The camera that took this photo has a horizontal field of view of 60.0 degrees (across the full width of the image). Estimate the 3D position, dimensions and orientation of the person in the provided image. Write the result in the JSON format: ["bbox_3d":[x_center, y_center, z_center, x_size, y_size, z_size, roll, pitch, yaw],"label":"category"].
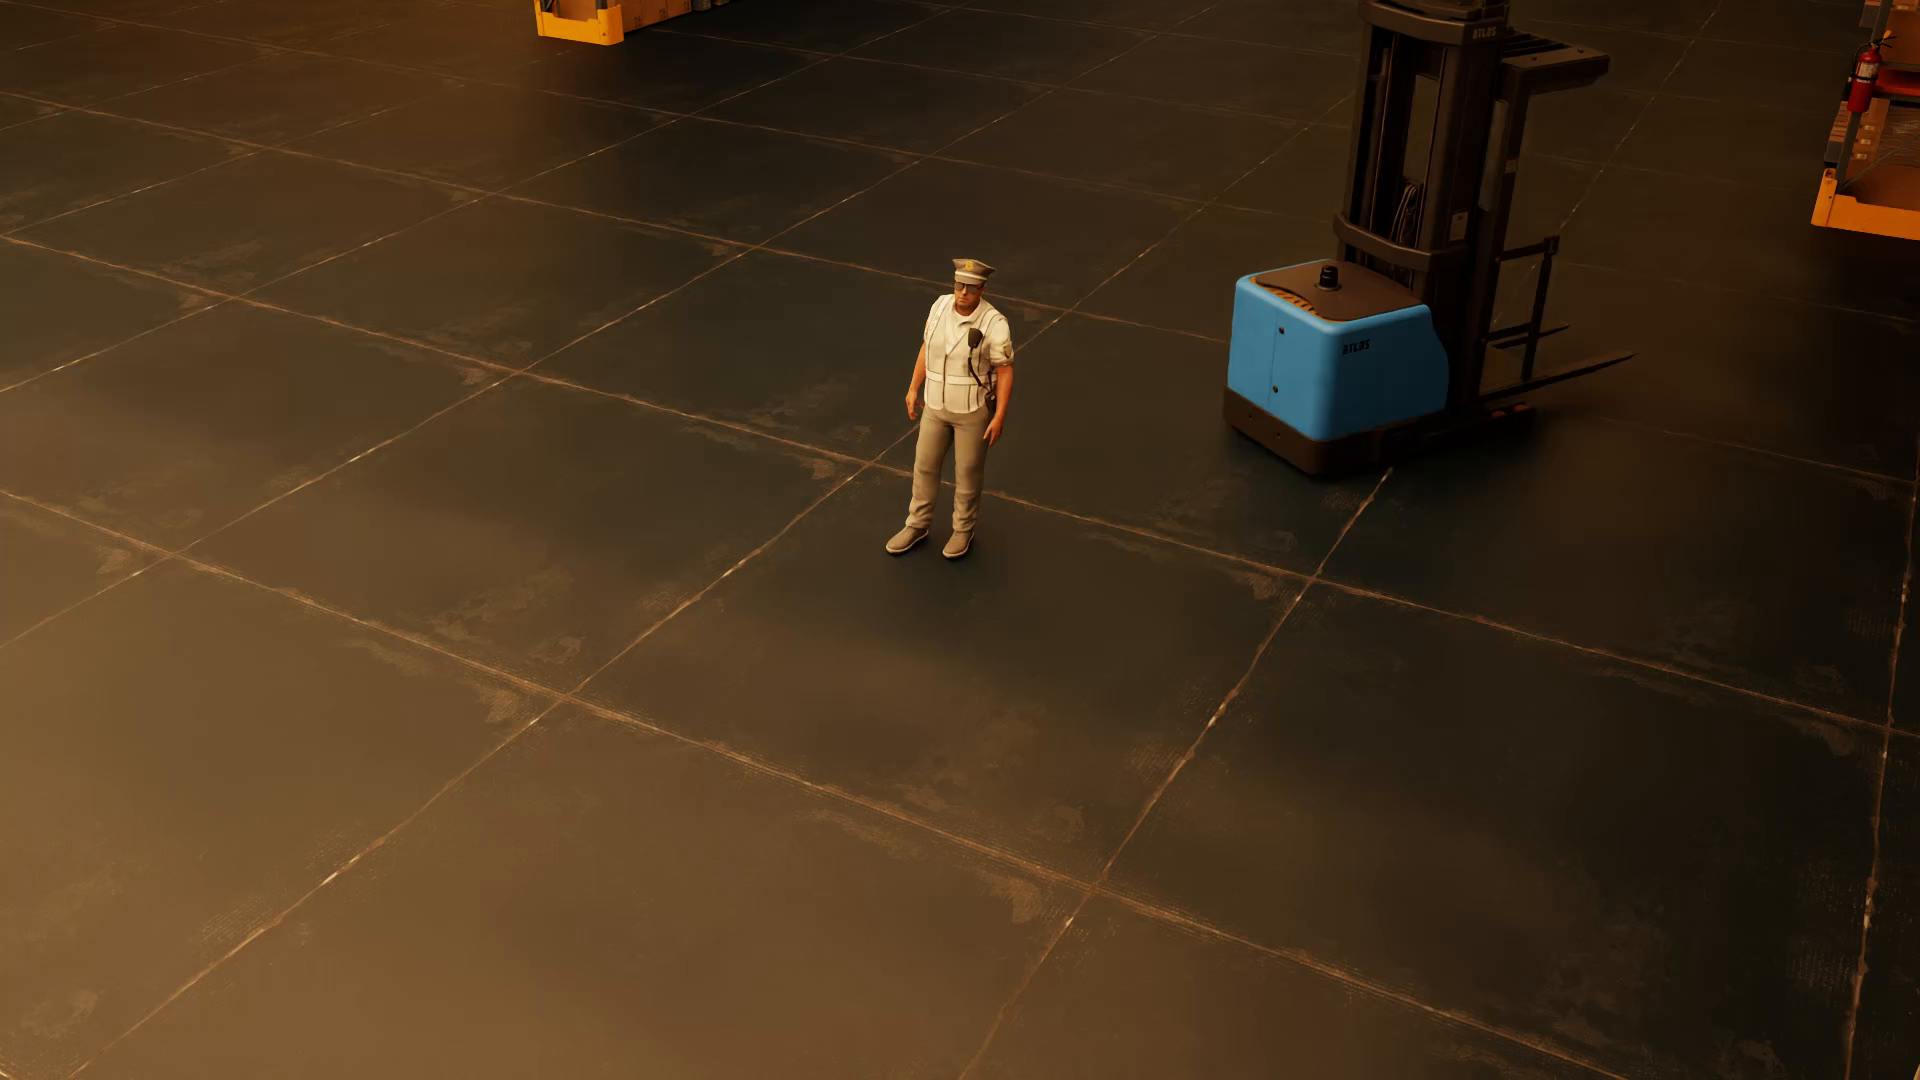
[{"bbox_3d":[-0.048,-0.747,9.500,0.640,1.781,0.575,15,33,25],"label":"person"}]

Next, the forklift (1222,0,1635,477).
[{"bbox_3d":[3.325,-2.191,10.867,3.031,2.935,1.130,-15,33,-24],"label":"forklift"}]
